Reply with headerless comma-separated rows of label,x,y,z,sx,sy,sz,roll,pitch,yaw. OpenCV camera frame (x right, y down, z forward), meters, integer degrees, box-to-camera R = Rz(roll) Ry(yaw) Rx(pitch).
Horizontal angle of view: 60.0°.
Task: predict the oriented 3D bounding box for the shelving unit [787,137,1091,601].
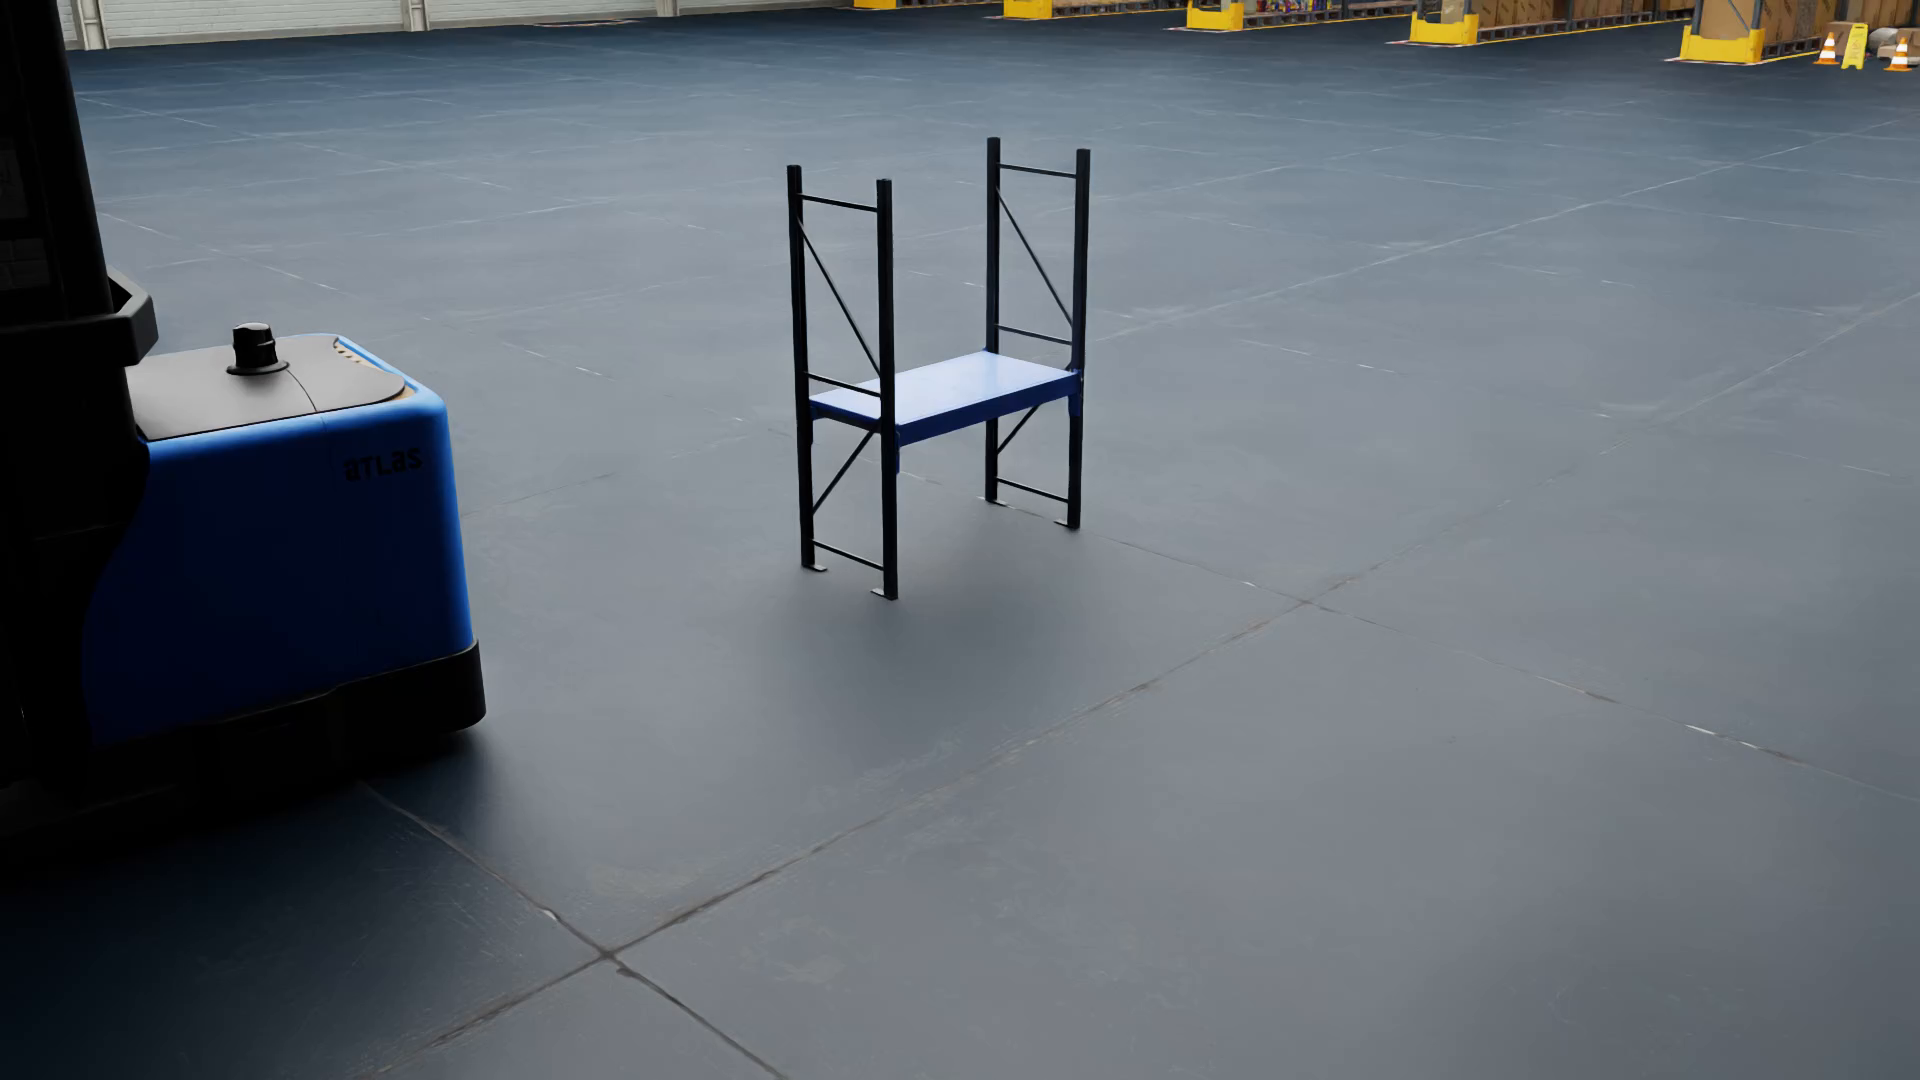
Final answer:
shelving unit,-0.060,-0.678,6.248,0.538,1.500,1.048,19,28,41

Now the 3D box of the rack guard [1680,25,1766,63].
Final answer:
rack guard,12.044,-7.843,26.283,1.175,0.500,0.348,19,28,41

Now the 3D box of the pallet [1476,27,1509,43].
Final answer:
pallet,9.222,-9.201,30.219,1.003,0.211,1.213,19,28,41

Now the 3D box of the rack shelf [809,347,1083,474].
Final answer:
rack shelf,-0.060,-0.510,6.313,0.538,0.185,1.000,19,28,41

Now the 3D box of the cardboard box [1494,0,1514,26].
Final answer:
cardboard box,9.868,-9.787,30.756,0.500,0.500,0.500,-17,27,-37

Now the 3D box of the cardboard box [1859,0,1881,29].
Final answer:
cardboard box,15.895,-9.619,29.970,1.050,0.750,0.750,19,28,41

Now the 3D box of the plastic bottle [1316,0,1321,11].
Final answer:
plastic bottle,7.442,-11.233,34.697,0.144,0.351,0.185,18,27,38

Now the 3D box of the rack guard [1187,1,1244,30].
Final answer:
rack guard,5.048,-10.387,32.903,1.175,0.500,0.348,19,28,41

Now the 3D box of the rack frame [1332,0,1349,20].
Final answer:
rack frame,7.819,-12.551,35.048,1.000,3.000,0.127,19,28,41

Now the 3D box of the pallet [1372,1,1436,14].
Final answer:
pallet,10.041,-12.088,37.730,1.003,0.211,1.213,19,28,41

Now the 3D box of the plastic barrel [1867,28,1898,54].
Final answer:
plastic barrel,15.159,-8.166,27.230,0.421,0.421,0.512,-2,21,-5

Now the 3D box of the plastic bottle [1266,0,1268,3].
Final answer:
plastic bottle,6.288,-11.132,34.540,0.152,0.276,0.135,18,28,39

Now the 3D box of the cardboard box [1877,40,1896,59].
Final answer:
cardboard box,14.972,-7.865,26.667,0.258,0.266,0.396,-14,25,-33

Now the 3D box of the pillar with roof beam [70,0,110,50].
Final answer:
pillar with roof beam,-11.673,-11.495,23.938,9.100,9.000,0.400,19,28,41

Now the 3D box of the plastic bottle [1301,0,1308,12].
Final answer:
plastic bottle,7.101,-11.074,34.389,0.135,0.276,0.152,-20,28,-41

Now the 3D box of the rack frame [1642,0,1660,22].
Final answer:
rack frame,14.158,-12.340,34.498,1.000,3.000,0.127,19,28,41

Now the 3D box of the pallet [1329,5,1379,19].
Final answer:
pallet,8.339,-11.461,36.099,1.003,0.211,1.213,19,28,41

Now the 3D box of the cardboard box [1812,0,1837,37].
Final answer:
cardboard box,14.362,-9.104,28.456,0.875,0.875,0.875,-20,28,-41

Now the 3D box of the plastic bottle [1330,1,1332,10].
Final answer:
plastic bottle,7.789,-11.279,35.025,0.097,0.201,0.097,0,21,0

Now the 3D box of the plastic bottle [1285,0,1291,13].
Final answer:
plastic bottle,6.688,-10.902,33.930,0.133,0.283,0.061,-20,28,-41

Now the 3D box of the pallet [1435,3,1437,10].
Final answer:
pallet,11.130,-12.491,38.778,1.003,0.211,1.213,19,28,41

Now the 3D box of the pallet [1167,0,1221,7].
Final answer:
pallet,5.610,-13.004,40.114,1.003,0.211,1.213,19,28,41

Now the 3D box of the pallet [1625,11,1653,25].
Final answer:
pallet,13.612,-10.837,34.476,1.003,0.211,1.213,19,28,41

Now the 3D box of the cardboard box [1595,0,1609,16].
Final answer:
cardboard box,12.548,-10.764,33.270,0.700,0.500,0.500,16,26,36

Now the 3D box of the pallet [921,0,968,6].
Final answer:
pallet,-0.573,-13.232,40.707,1.003,0.211,1.213,19,28,41

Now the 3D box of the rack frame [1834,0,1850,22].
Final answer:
rack frame,14.851,-10.044,28.525,1.000,3.000,0.127,19,28,41

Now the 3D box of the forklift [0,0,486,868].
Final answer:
forklift,-2.913,-0.591,4.026,3.031,2.935,1.130,-15,26,-34

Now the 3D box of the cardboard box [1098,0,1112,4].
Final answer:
cardboard box,3.063,-12.143,37.235,0.500,0.250,0.500,19,28,41

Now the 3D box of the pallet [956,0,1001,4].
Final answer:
pallet,0.278,-13.547,41.527,1.003,0.211,1.213,19,28,41

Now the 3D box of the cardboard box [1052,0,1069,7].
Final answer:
cardboard box,2.016,-11.758,36.232,0.500,0.250,0.500,19,28,41

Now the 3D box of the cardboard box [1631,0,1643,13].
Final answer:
cardboard box,13.705,-11.201,34.406,0.700,0.500,0.500,17,27,38

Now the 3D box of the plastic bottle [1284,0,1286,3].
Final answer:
plastic bottle,6.827,-11.368,35.048,0.144,0.351,0.185,18,27,38

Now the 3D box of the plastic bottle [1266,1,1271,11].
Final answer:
plastic bottle,6.390,-11.071,34.484,0.097,0.201,0.097,0,21,0

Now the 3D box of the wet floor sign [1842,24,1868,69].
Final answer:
wet floor sign,13.459,-7.414,24.964,0.267,0.644,0.232,14,25,32

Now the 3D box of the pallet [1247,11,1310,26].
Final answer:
pallet,6.470,-10.772,34.306,1.003,0.211,1.213,19,28,41

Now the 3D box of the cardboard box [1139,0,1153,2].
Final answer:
cardboard box,4.106,-12.530,38.241,0.500,0.250,0.500,19,28,41

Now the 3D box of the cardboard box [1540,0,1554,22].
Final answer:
cardboard box,11.060,-10.248,31.954,0.500,0.500,0.500,18,28,39

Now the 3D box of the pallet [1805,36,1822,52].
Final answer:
pallet,14.265,-8.566,28.568,1.003,0.211,1.213,19,28,41

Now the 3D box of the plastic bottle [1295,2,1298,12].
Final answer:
plastic bottle,6.895,-10.949,34.168,0.097,0.201,0.097,0,21,0

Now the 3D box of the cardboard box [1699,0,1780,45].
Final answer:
cardboard box,12.486,-8.411,26.653,0.875,0.875,0.875,19,28,41

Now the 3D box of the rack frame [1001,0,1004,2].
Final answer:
rack frame,0.721,-15.031,41.499,1.000,3.000,0.127,19,28,41

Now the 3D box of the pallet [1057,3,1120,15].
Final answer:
pallet,2.837,-11.981,37.452,1.003,0.211,1.213,19,28,41
